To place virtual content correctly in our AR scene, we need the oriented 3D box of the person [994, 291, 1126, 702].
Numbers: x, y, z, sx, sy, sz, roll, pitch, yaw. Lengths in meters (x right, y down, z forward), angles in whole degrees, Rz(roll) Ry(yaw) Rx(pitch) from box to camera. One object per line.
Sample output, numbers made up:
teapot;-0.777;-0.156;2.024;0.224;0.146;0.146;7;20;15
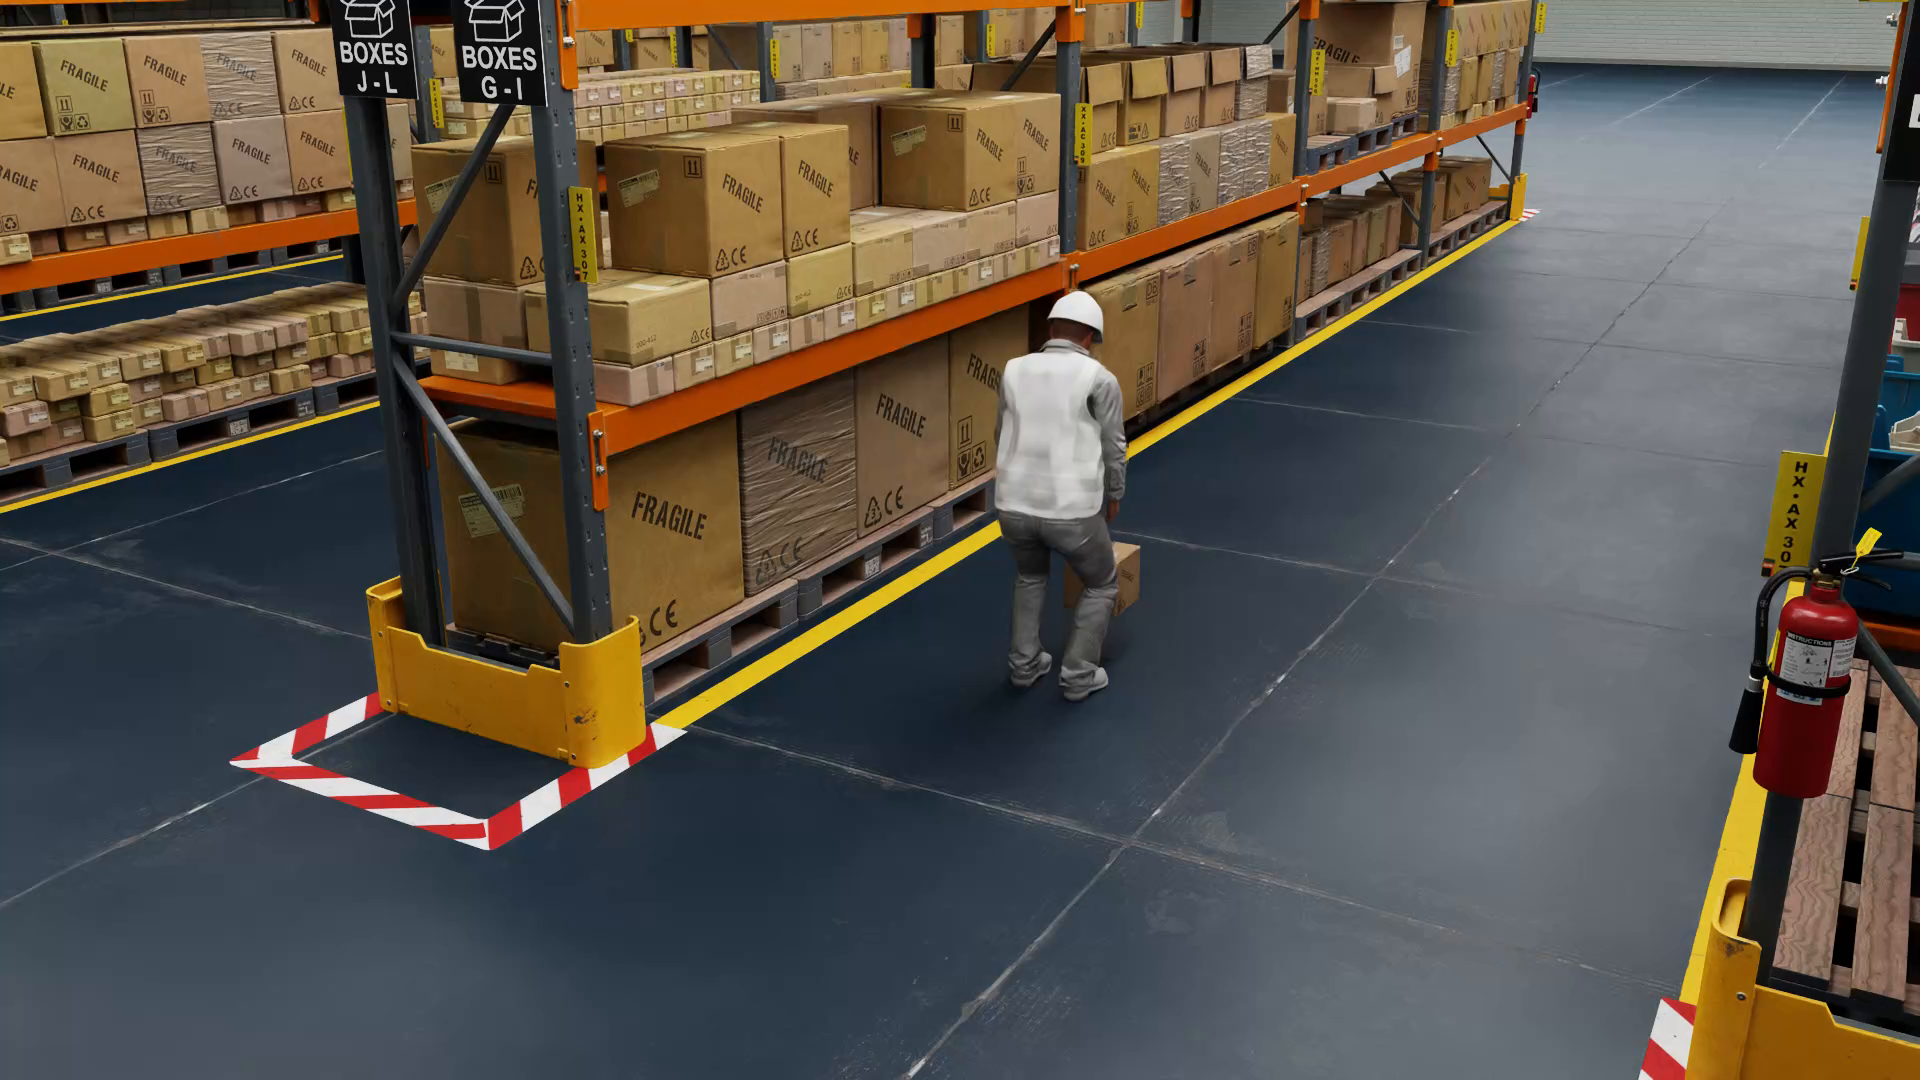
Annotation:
person;0.388;-0.174;6.761;0.581;1.628;0.604;11;22;28
